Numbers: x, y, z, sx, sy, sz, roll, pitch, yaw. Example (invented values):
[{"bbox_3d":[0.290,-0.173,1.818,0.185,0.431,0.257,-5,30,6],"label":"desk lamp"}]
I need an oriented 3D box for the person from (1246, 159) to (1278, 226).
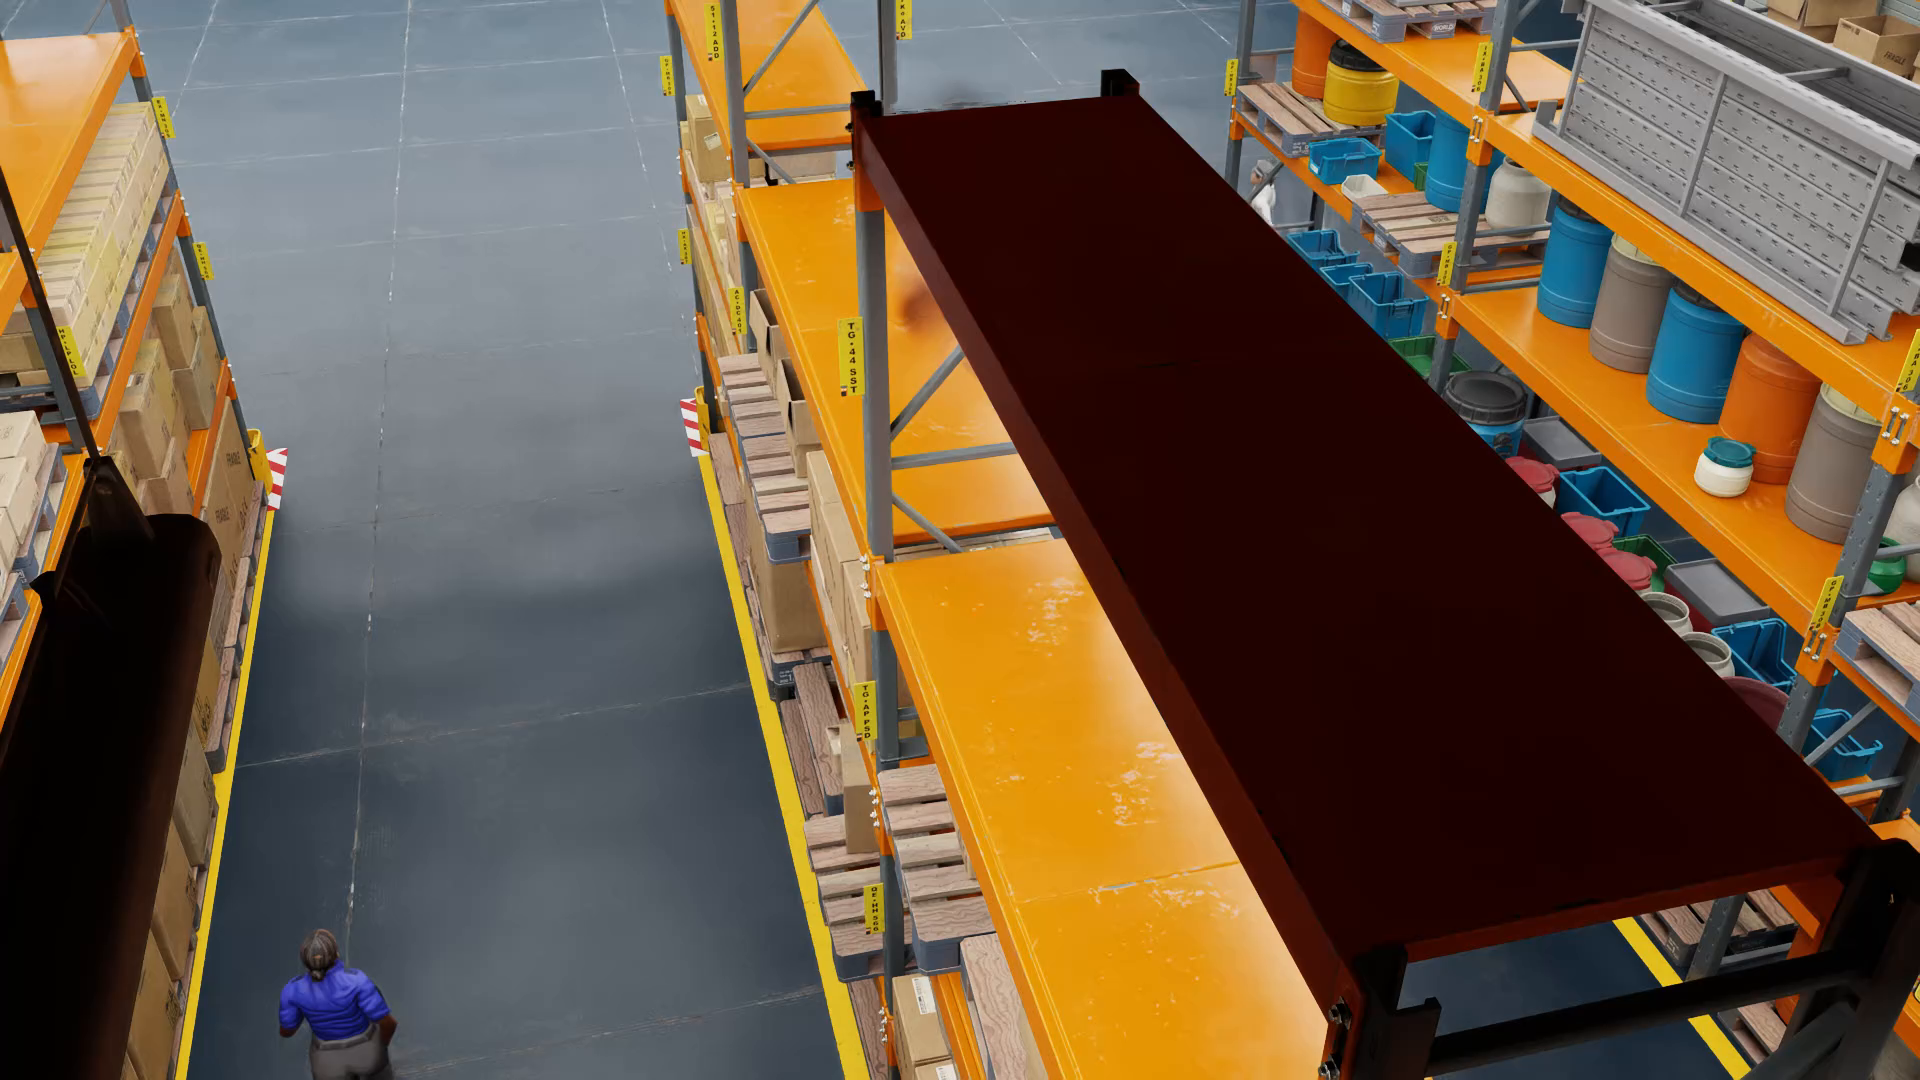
[{"bbox_3d":[3.133,-3.124,17.198,0.739,1.678,0.642,14,37,19],"label":"person"}]

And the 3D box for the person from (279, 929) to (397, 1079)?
[{"bbox_3d":[-3.093,2.557,8.428,0.560,1.657,0.573,-11,36,-15],"label":"person"}]
